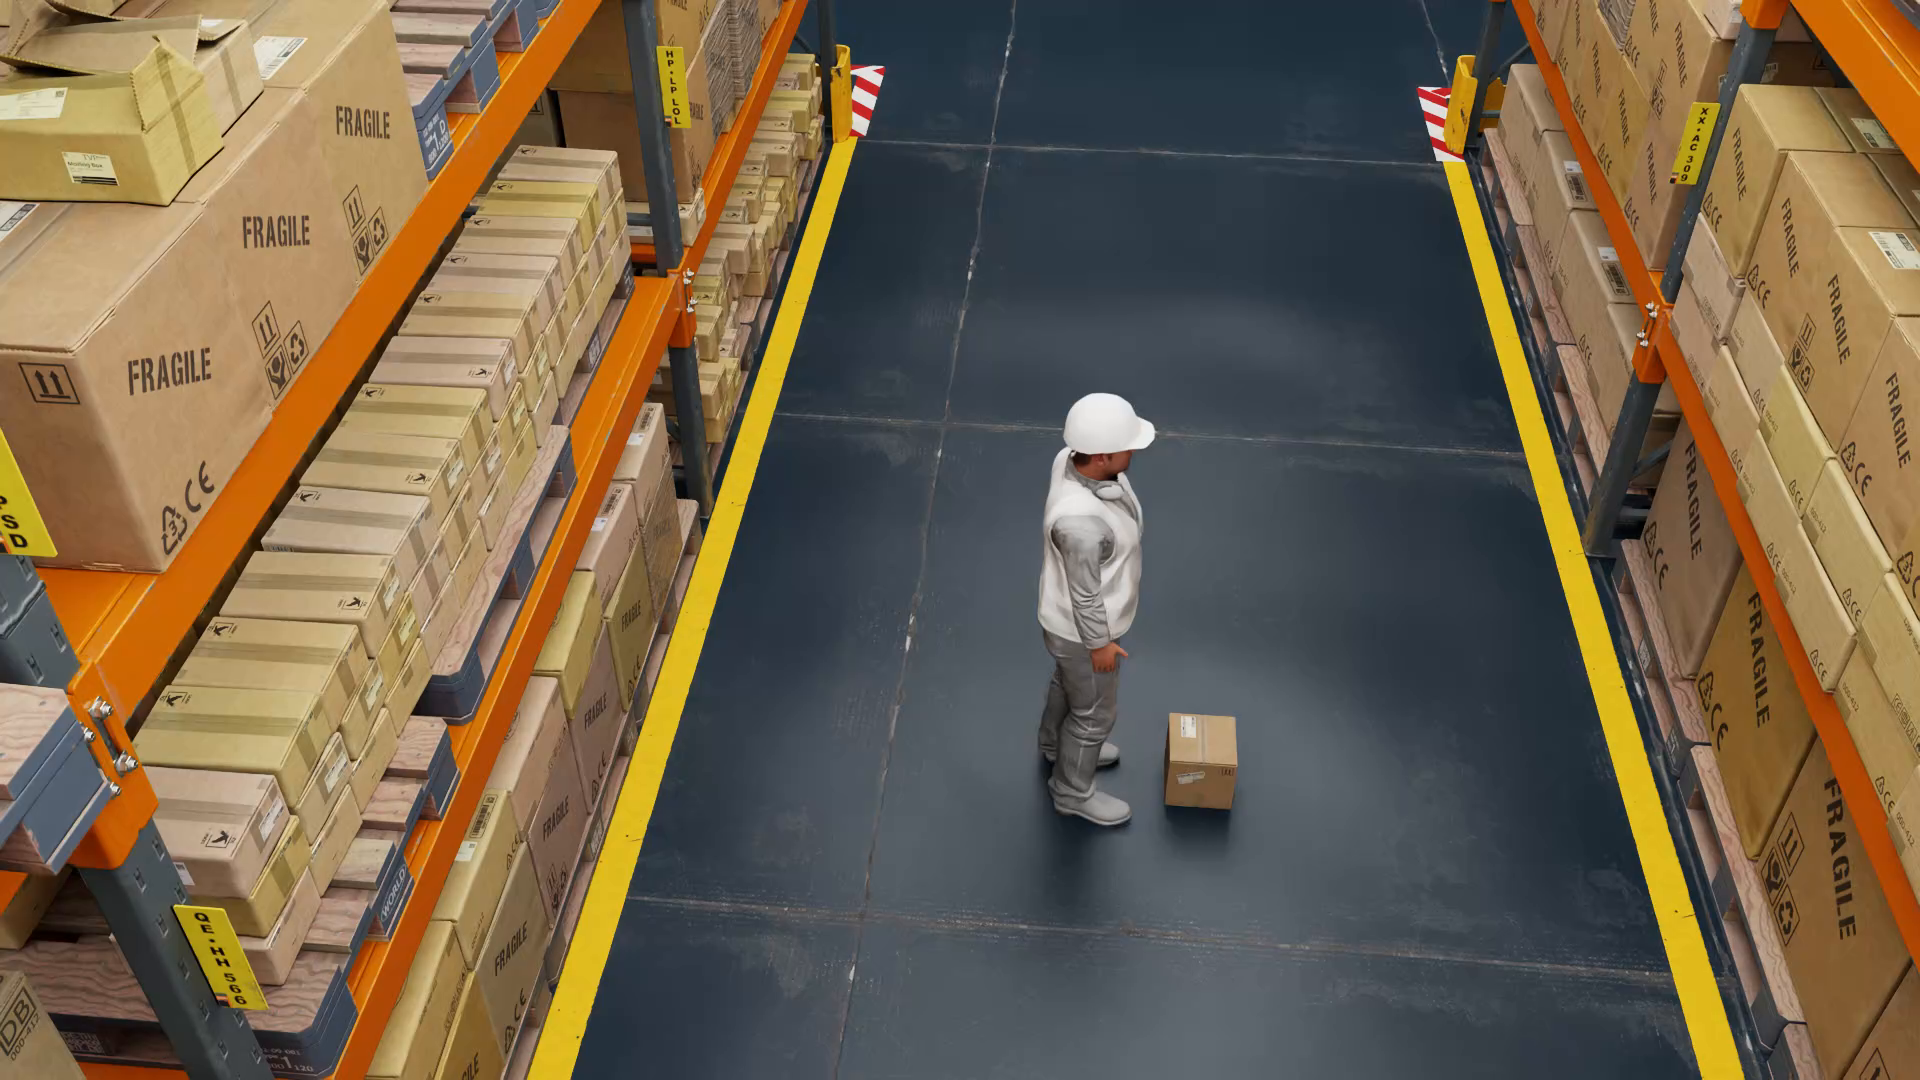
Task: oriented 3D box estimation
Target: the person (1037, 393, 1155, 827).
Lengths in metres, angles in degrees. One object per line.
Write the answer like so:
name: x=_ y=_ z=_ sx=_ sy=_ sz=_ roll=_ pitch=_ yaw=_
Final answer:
person: x=0.469 y=0.229 z=5.859 sx=0.392 sy=1.778 sz=0.536 roll=4 pitch=40 yaw=5
